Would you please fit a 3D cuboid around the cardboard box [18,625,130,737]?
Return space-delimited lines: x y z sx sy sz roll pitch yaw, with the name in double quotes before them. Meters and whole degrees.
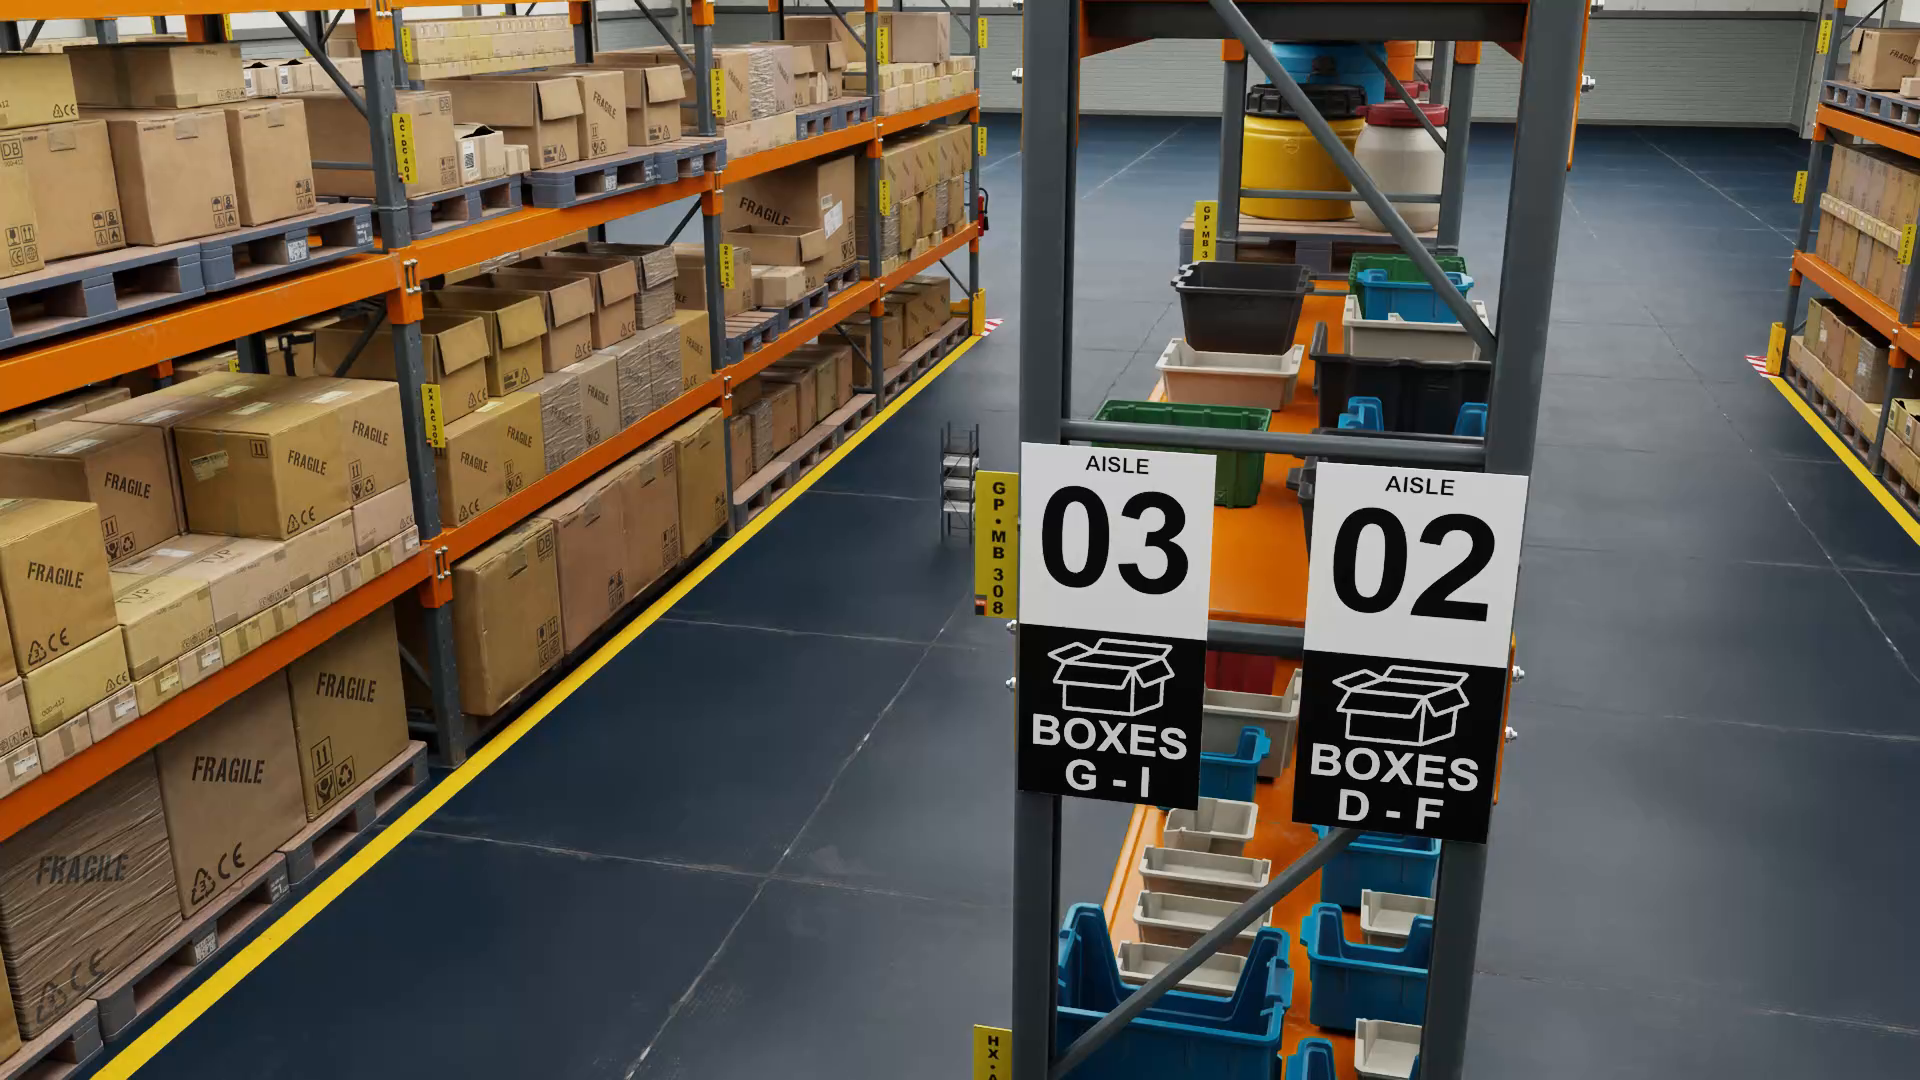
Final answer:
"cardboard box" -3.558 0.510 6.326 0.500 0.250 0.500 4 19 12

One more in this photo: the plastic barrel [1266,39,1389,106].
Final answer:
"plastic barrel" 1.865 -2.235 8.526 0.600 0.901 0.708 5 19 13

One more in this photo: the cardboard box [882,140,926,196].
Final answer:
"cardboard box" -0.652 -3.827 17.090 0.500 0.500 0.500 5 19 13

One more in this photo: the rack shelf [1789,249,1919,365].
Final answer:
"rack shelf" 8.842 -2.235 15.702 1.077 0.370 4.000 5 19 13

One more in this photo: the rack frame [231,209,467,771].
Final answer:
"rack frame" -3.207 -0.224 8.703 1.000 3.000 0.127 5 19 13

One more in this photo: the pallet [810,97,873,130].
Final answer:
"pallet" -1.506 -3.877 15.048 1.213 0.211 1.003 5 19 13

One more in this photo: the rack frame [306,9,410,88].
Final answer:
"rack frame" -6.037 -5.994 16.314 1.000 3.000 0.127 5 19 13

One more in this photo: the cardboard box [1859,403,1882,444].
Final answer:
"cardboard box" 8.254 -1.008 14.603 0.500 0.250 0.500 5 19 13

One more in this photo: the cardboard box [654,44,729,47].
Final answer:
"cardboard box" -2.105 -3.666 13.211 0.500 0.500 0.500 5 19 14

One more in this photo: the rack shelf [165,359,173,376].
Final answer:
"rack shelf" -6.526 -2.188 15.565 1.077 0.370 4.000 5 19 13

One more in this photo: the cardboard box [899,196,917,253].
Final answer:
"cardboard box" -0.926 -3.210 16.829 0.875 0.500 0.500 5 19 13

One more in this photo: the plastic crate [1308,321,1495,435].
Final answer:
"plastic crate" 1.259 -0.427 4.751 0.504 0.338 0.767 5 19 13

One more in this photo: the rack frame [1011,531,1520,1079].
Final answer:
"rack frame" 0.619 1.421 3.887 1.000 3.000 0.127 5 19 13

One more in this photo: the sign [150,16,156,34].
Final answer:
"sign" -10.411 -6.644 21.505 0.100 0.325 0.005 5 19 13

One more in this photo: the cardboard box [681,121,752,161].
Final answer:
"cardboard box" -1.868 -2.954 12.286 0.500 0.250 0.500 5 19 14

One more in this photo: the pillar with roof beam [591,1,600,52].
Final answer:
"pillar with roof beam" -5.704 -15.033 42.778 9.100 9.000 0.400 5 19 13

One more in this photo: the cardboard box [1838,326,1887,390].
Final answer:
"cardboard box" 8.506 -1.676 15.398 0.500 0.500 0.500 5 19 13

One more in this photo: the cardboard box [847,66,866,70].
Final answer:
"cardboard box" -1.145 -4.719 16.838 0.380 0.149 0.250 5 20 15

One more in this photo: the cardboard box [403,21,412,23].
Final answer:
"cardboard box" -6.072 -5.455 17.727 0.380 0.149 0.250 5 19 14

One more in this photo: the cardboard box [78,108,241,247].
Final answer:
"cardboard box" -3.475 -1.519 6.894 0.700 0.500 0.500 6 20 16

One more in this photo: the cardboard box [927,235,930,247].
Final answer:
"cardboard box" -0.537 -3.210 17.832 0.380 0.149 0.250 5 19 13

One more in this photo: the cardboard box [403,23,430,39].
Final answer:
"cardboard box" -5.618 -5.166 16.882 0.380 0.149 0.250 5 19 14

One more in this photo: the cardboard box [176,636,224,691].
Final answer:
"cardboard box" -3.340 0.499 6.976 0.380 0.149 0.250 5 19 14

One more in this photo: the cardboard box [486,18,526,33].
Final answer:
"cardboard box" -5.124 -5.802 18.743 0.380 0.149 0.250 4 19 13

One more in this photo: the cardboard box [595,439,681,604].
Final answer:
"cardboard box" -2.643 -0.178 11.205 1.225 0.875 0.875 5 19 14

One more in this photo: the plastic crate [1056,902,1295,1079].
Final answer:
"plastic crate" 0.520 1.256 4.222 0.616 0.435 0.499 5 19 13

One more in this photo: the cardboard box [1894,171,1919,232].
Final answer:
"cardboard box" 8.578 -2.907 14.397 0.700 0.500 0.500 5 19 13

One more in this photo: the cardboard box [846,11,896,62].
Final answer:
"cardboard box" -0.899 -5.385 17.785 0.500 0.500 0.500 5 19 13

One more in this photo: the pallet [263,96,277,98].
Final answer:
"pallet" -6.213 -4.193 15.977 0.805 0.209 1.217 4 19 11

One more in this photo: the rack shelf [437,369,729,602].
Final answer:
"rack shelf" -2.718 -0.511 10.655 1.077 0.370 4.000 5 19 13

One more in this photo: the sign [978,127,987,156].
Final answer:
"sign" 0.258 -4.633 19.330 0.100 0.325 0.005 5 19 13

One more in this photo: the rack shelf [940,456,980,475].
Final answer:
"rack shelf" -0.002 -0.562 12.487 0.258 0.077 0.200 5 19 13

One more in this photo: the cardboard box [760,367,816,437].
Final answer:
"cardboard box" -1.694 -1.243 14.872 0.700 0.500 0.500 3 19 9

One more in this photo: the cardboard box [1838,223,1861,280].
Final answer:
"cardboard box" 8.953 -2.784 16.042 0.700 0.500 0.500 5 19 14

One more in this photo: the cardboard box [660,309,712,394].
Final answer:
"cardboard box" -2.110 -1.351 11.847 0.500 0.500 0.500 5 20 15

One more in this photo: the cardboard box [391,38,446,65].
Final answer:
"cardboard box" -5.646 -5.021 17.075 0.500 0.250 0.500 5 19 14

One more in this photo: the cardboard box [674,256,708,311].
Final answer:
"cardboard box" -2.136 -1.896 12.794 0.500 0.500 0.500 2 19 7

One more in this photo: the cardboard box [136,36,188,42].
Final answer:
"cardboard box" -6.861 -4.181 14.688 0.500 0.500 0.500 5 19 13

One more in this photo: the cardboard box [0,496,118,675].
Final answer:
"cardboard box" -3.562 0.156 6.201 0.500 0.500 0.500 4 19 12

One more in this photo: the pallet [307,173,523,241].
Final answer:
"pallet" -3.031 -1.844 9.102 0.805 0.209 1.217 4 19 11

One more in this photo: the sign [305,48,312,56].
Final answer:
"sign" -6.576 -4.900 16.830 0.100 0.325 0.005 5 19 13

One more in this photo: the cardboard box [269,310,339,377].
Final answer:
"cardboard box" -6.341 -1.785 16.105 1.050 0.750 0.750 5 19 13

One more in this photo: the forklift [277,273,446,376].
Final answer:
"forklift" -4.864 -1.685 13.085 3.031 2.935 1.130 -16 25 -40

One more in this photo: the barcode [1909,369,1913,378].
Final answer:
"barcode" 7.887 -1.381 13.790 0.001 0.075 0.075 5 19 13

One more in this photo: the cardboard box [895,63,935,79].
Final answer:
"cardboard box" -0.477 -4.921 17.430 0.380 0.149 0.250 4 19 11

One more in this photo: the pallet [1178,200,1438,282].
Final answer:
"pallet" 1.693 -1.417 7.846 1.213 0.211 1.003 5 19 13

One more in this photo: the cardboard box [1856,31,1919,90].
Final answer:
"cardboard box" 8.660 -4.435 15.369 0.500 0.500 0.500 5 19 13

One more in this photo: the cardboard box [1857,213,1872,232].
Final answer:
"cardboard box" 8.649 -2.968 15.579 0.380 0.149 0.250 5 19 14

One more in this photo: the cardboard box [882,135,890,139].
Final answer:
"cardboard box" -1.039 -4.026 17.671 0.500 0.500 0.500 5 19 13

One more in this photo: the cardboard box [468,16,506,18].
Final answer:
"cardboard box" -5.574 -6.095 19.600 0.380 0.149 0.250 4 19 13

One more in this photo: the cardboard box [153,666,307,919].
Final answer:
"cardboard box" -3.665 1.065 7.566 0.875 0.875 0.875 5 19 13

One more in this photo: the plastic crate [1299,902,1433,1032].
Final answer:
"plastic crate" 1.159 1.214 4.659 0.416 0.233 0.300 5 19 13

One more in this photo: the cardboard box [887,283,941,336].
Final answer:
"cardboard box" -0.556 -2.617 18.925 0.500 0.500 0.500 10 21 28

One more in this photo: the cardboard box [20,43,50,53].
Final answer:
"cardboard box" -10.360 -5.431 18.462 0.380 0.149 0.250 4 19 12

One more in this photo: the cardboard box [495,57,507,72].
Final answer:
"cardboard box" -5.247 -5.266 18.407 0.380 0.149 0.250 5 19 14

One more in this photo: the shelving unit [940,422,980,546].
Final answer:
"shelving unit" -0.002 -0.423 12.535 0.258 0.900 0.210 5 19 13
